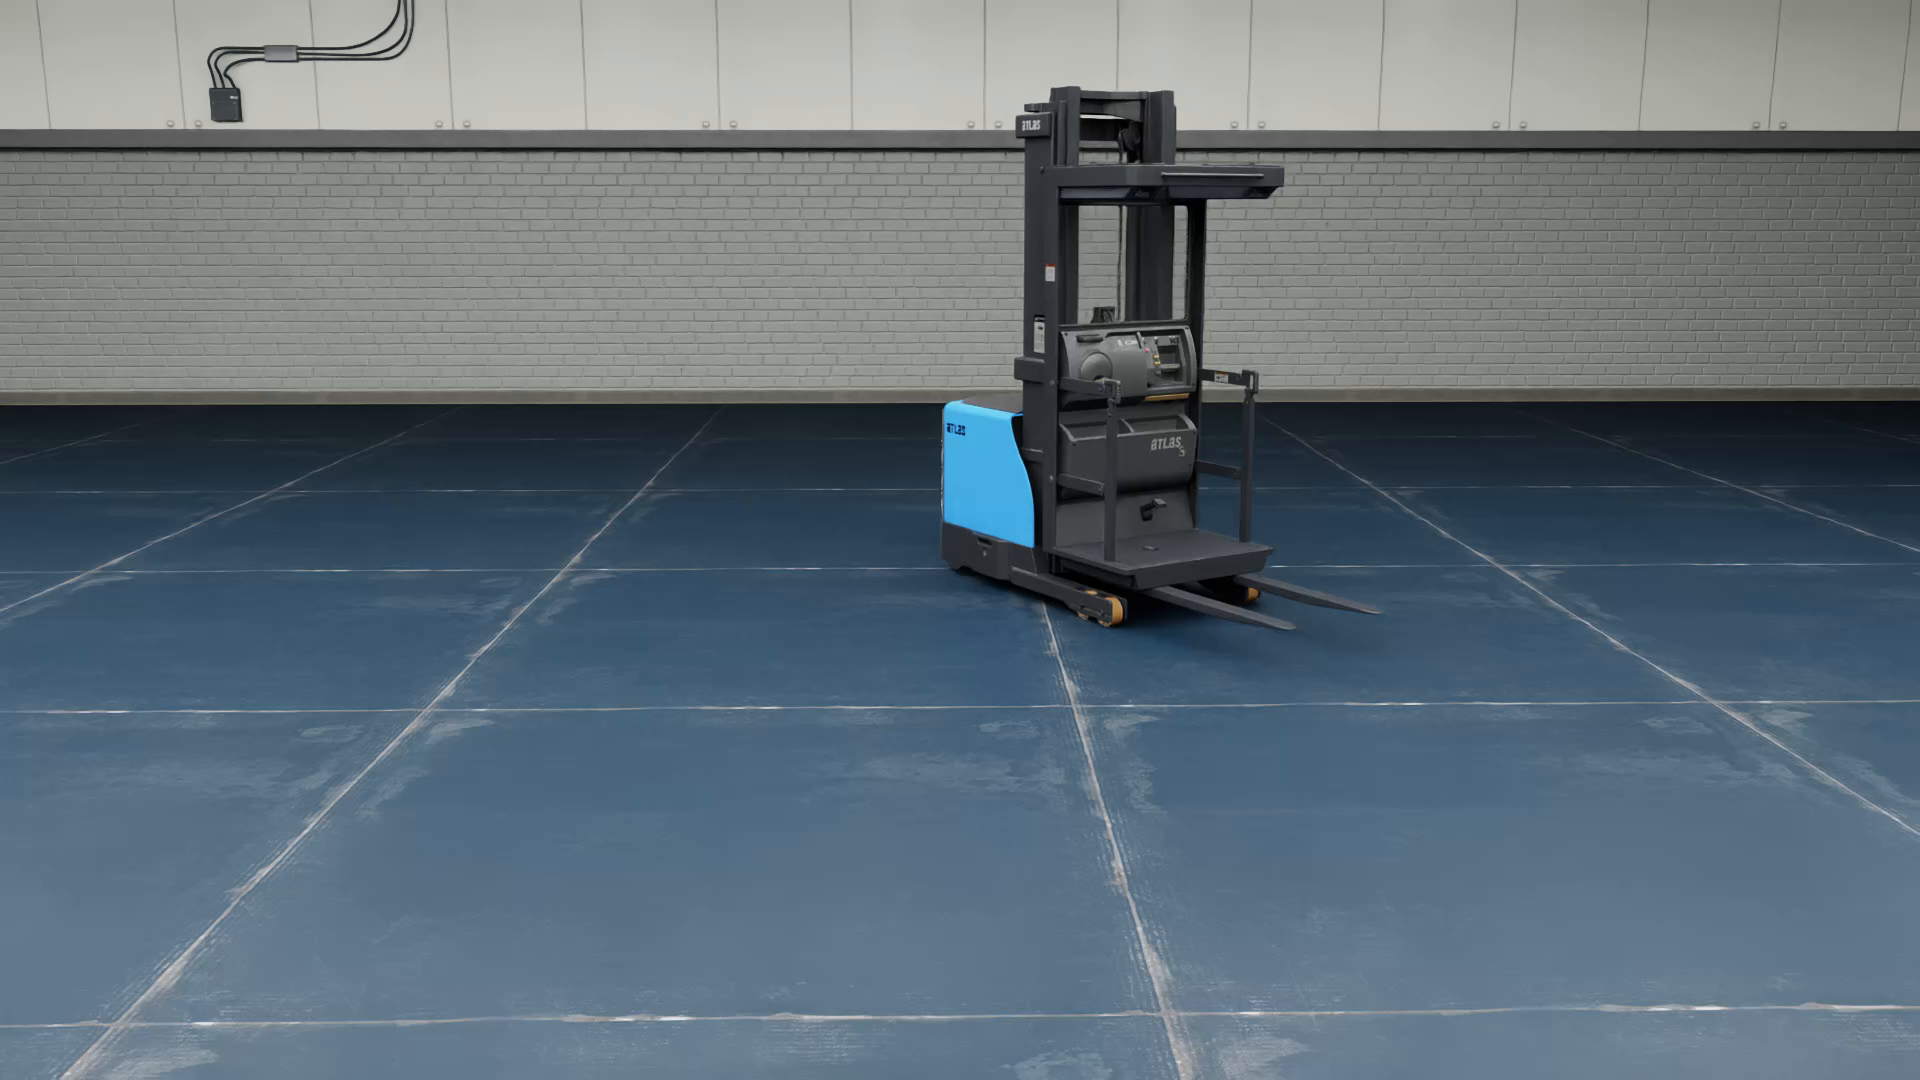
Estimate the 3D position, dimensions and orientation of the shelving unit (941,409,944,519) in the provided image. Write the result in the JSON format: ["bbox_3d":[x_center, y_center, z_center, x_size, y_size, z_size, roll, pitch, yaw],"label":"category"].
[{"bbox_3d":[0.000,-0.439,11.462,0.258,0.900,0.210,0,11,-1],"label":"shelving unit"}]

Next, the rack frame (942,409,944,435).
[{"bbox_3d":[-0.002,-0.460,11.561,0.240,0.900,0.006,0,11,-1],"label":"rack frame"}]

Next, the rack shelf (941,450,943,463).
[{"bbox_3d":[0.000,-0.583,11.433,0.258,0.077,0.200,0,11,-1],"label":"rack shelf"}]

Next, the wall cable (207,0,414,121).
[{"bbox_3d":[-7.215,-7.644,18.050,2.305,6.003,0.169,0,11,-1],"label":"wall cable"}]

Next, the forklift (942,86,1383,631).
[{"bbox_3d":[1.098,-1.064,9.430,1.130,2.935,3.031,-7,14,-32],"label":"forklift"}]

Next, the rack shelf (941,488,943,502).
[{"bbox_3d":[0.000,-0.319,11.486,0.258,0.077,0.200,0,11,-1],"label":"rack shelf"}]

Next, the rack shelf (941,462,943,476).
[{"bbox_3d":[0.000,-0.495,11.450,0.258,0.077,0.200,0,11,-1],"label":"rack shelf"}]

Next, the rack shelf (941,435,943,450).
[{"bbox_3d":[0.000,-0.671,11.415,0.258,0.077,0.200,0,11,-1],"label":"rack shelf"}]

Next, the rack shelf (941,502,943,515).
[{"bbox_3d":[0.000,-0.230,11.504,0.258,0.077,0.200,0,11,-1],"label":"rack shelf"}]

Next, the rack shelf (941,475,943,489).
[{"bbox_3d":[0.000,-0.407,11.468,0.258,0.077,0.200,0,11,-1],"label":"rack shelf"}]
